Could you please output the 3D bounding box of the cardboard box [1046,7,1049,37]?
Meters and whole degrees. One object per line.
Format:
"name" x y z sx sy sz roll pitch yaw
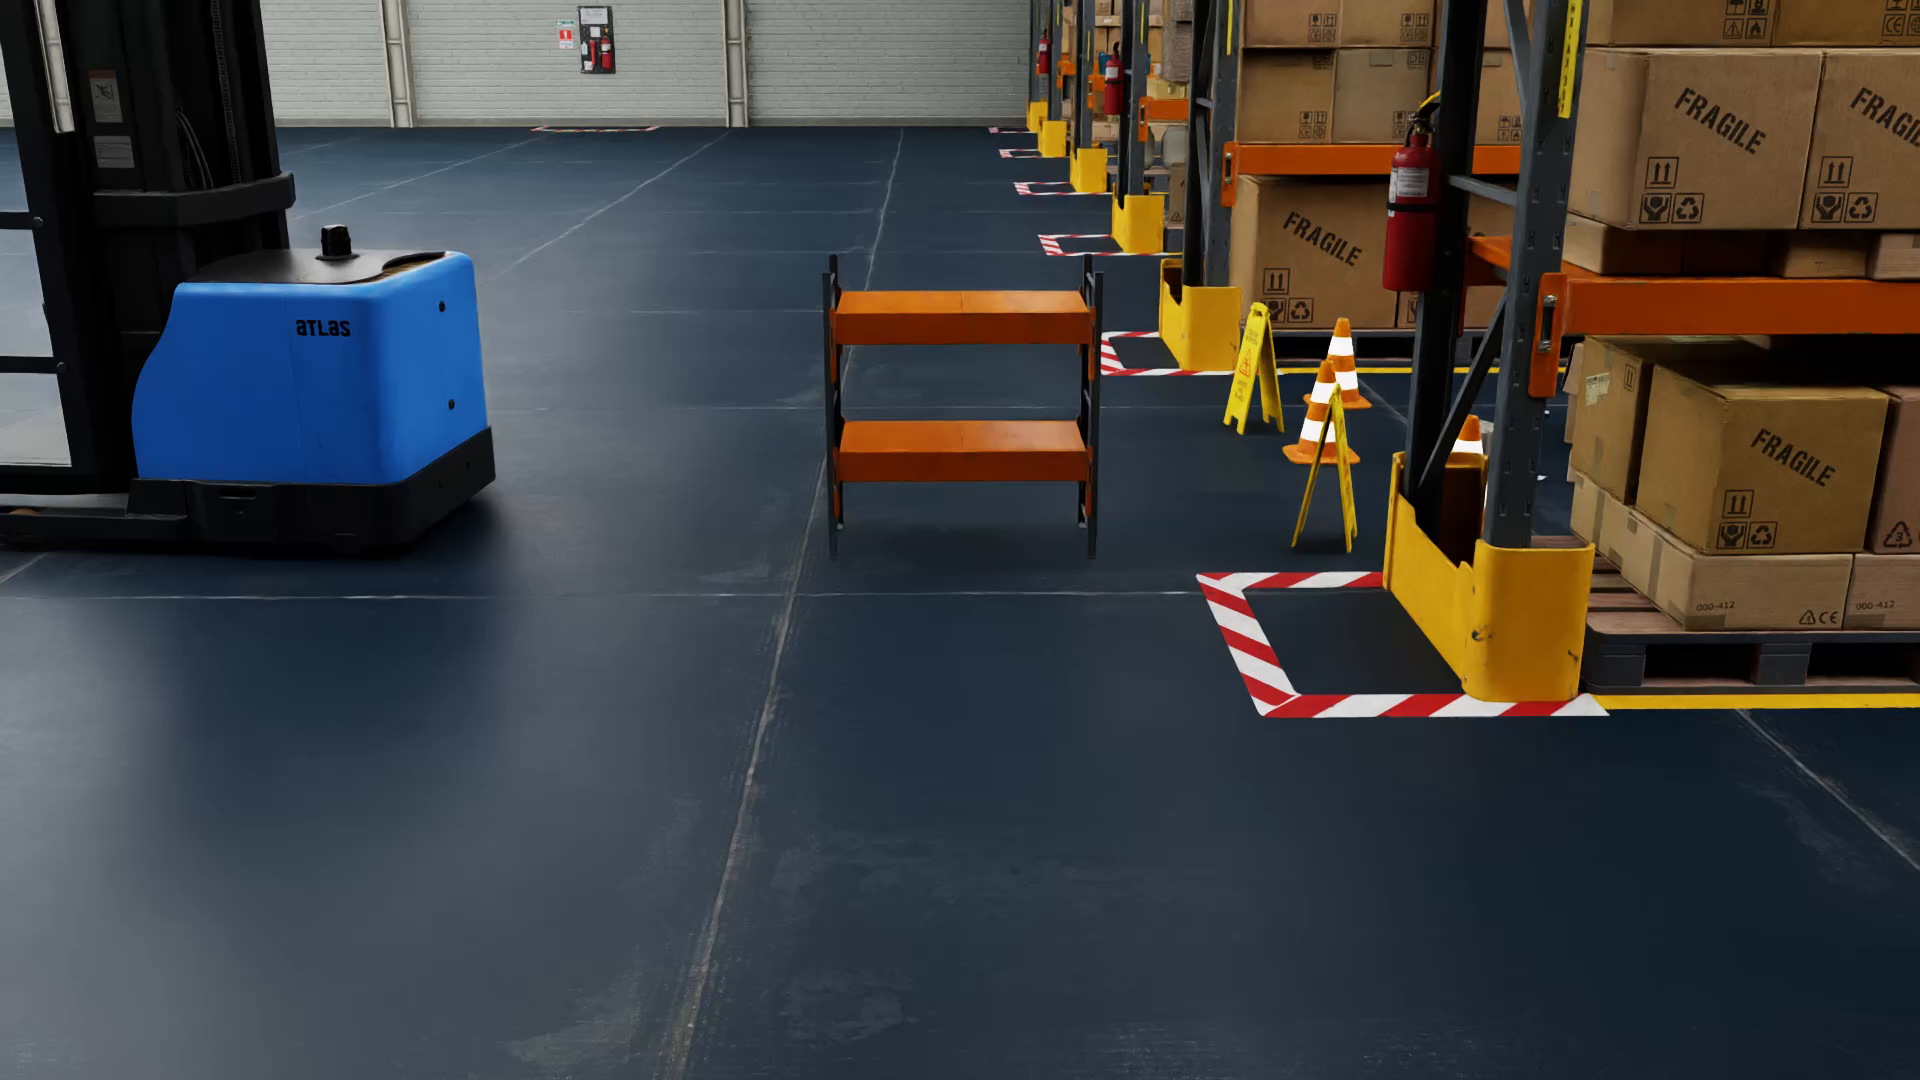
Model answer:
"cardboard box" 1.767 -9.028 28.985 0.500 0.500 0.500 0 18 -1

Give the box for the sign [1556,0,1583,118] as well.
"sign" 1.699 -1.347 4.639 0.005 0.325 0.100 0 18 -1

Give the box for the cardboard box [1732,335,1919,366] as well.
"cardboard box" 3.009 -0.435 5.800 0.500 0.500 0.500 0 18 1

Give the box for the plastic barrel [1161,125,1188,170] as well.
"plastic barrel" 2.614 -4.684 19.844 0.421 0.512 0.421 0 18 0

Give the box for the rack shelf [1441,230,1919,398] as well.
"rack shelf" 3.690 -0.768 5.427 4.000 0.370 1.077 0 18 -1

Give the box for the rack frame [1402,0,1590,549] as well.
"rack frame" 1.690 -1.100 5.287 0.127 3.000 1.000 0 18 -1

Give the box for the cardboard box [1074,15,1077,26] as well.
"cardboard box" 1.777 -7.445 23.841 0.250 0.149 0.380 0 18 -1

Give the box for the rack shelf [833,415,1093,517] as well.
"rack shelf" 0.007 -0.303 6.671 1.000 0.278 0.538 0 18 -1

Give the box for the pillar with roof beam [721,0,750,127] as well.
"pillar with roof beam" -3.946 -10.446 24.599 0.400 9.000 9.100 0 18 -1

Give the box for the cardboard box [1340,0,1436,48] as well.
"cardboard box" 2.431 -3.218 9.876 0.550 0.550 0.875 0 18 -1

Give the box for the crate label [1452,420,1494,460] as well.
"crate label" 2.527 -0.494 8.082 0.298 0.136 0.250 -10 20 -29

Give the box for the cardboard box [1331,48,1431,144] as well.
"cardboard box" 2.431 -2.708 10.054 0.550 0.550 0.875 0 18 -1

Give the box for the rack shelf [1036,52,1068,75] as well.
"rack shelf" 3.299 -8.333 29.011 4.000 0.370 1.077 0 18 -1

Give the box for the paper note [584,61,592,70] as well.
"paper note" -6.663 -8.505 29.811 0.142 0.148 0.016 0 18 -1

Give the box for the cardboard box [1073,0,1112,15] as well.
"cardboard box" 1.901 -7.817 23.937 0.500 0.500 0.700 0 18 -1

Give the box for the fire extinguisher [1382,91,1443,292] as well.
"fire extinguisher" 1.568 -1.204 5.736 0.183 0.674 0.296 0 18 -1

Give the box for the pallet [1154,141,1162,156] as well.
"pallet" 3.362 -5.846 24.647 1.213 0.211 1.003 0 18 -1

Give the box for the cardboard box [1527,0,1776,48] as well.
"cardboard box" 2.198 -1.835 5.290 0.500 0.500 0.700 -1 18 -2

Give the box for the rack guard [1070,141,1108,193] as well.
"rack guard" 1.531 -4.464 19.866 0.348 0.500 1.175 0 18 -1

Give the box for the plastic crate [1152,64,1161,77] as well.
"plastic crate" 2.355 -5.420 19.186 0.250 0.136 0.298 0 18 -1

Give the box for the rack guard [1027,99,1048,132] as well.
"rack guard" 1.375 -7.476 29.254 0.348 0.500 1.175 0 18 -1

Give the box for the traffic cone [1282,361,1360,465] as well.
"traffic cone" 1.742 -0.626 7.961 0.334 0.463 0.336 0 18 -1

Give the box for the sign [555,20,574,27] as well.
"sign" -7.035 -9.199 29.609 0.331 0.109 0.001 0 18 -1

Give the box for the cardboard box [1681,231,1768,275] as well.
"cardboard box" 2.285 -0.925 5.151 0.250 0.149 0.380 0 18 0

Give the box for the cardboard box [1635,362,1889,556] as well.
"cardboard box" 2.525 -0.268 5.279 0.500 0.500 0.500 -1 18 -3

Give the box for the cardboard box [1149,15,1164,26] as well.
"cardboard box" 2.809 -7.451 23.858 0.250 0.149 0.380 -1 18 -3

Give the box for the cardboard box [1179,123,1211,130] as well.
"cardboard box" 3.421 -5.985 24.327 0.500 0.250 0.500 0 18 -1

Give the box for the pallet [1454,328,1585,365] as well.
"pallet" 3.526 -1.317 10.527 1.213 0.211 1.003 0 18 -1

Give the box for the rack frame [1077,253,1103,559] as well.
"rack frame" 0.515 -0.538 6.604 0.032 1.125 0.500 0 18 -1

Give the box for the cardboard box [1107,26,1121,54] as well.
"cardboard box" 2.373 -7.203 24.146 0.500 0.500 0.700 0 18 1

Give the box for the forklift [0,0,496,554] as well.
"forklift" -3.610 -1.512 6.684 3.031 2.935 1.130 2 18 6

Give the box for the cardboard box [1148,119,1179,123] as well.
"cardboard box" 2.920 -6.344 24.221 0.500 0.500 0.500 0 18 -1

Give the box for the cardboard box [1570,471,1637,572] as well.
"cardboard box" 2.518 -0.077 5.912 0.500 0.250 0.500 0 18 -1

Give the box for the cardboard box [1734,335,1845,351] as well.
"cardboard box" 2.853 -0.763 5.759 0.250 0.149 0.380 0 18 1

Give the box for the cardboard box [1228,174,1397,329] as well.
"cardboard box" 2.188 -1.823 10.332 0.875 0.875 0.875 0 18 -1

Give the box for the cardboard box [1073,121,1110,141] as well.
"cardboard box" 1.921 -5.978 24.306 0.500 0.250 0.500 0 18 -1

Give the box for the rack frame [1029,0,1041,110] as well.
"rack frame" 1.299 -8.666 28.871 0.127 3.000 1.000 0 18 -1

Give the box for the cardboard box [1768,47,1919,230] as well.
"cardboard box" 2.686 -1.211 4.981 0.500 0.500 0.500 0 18 1

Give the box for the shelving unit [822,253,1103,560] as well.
"shelving unit" 0.007 -0.536 6.596 1.048 1.125 0.538 0 18 -1

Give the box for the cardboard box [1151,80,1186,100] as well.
"cardboard box" 1.823 -3.936 14.538 0.250 0.149 0.380 0 18 -1

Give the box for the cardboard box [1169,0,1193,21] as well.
"cardboard box" 2.088 -4.712 14.258 0.500 0.500 0.500 0 18 -1

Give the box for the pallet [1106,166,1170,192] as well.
"pallet" 2.343 -4.329 19.917 1.213 0.211 1.003 0 18 -1
